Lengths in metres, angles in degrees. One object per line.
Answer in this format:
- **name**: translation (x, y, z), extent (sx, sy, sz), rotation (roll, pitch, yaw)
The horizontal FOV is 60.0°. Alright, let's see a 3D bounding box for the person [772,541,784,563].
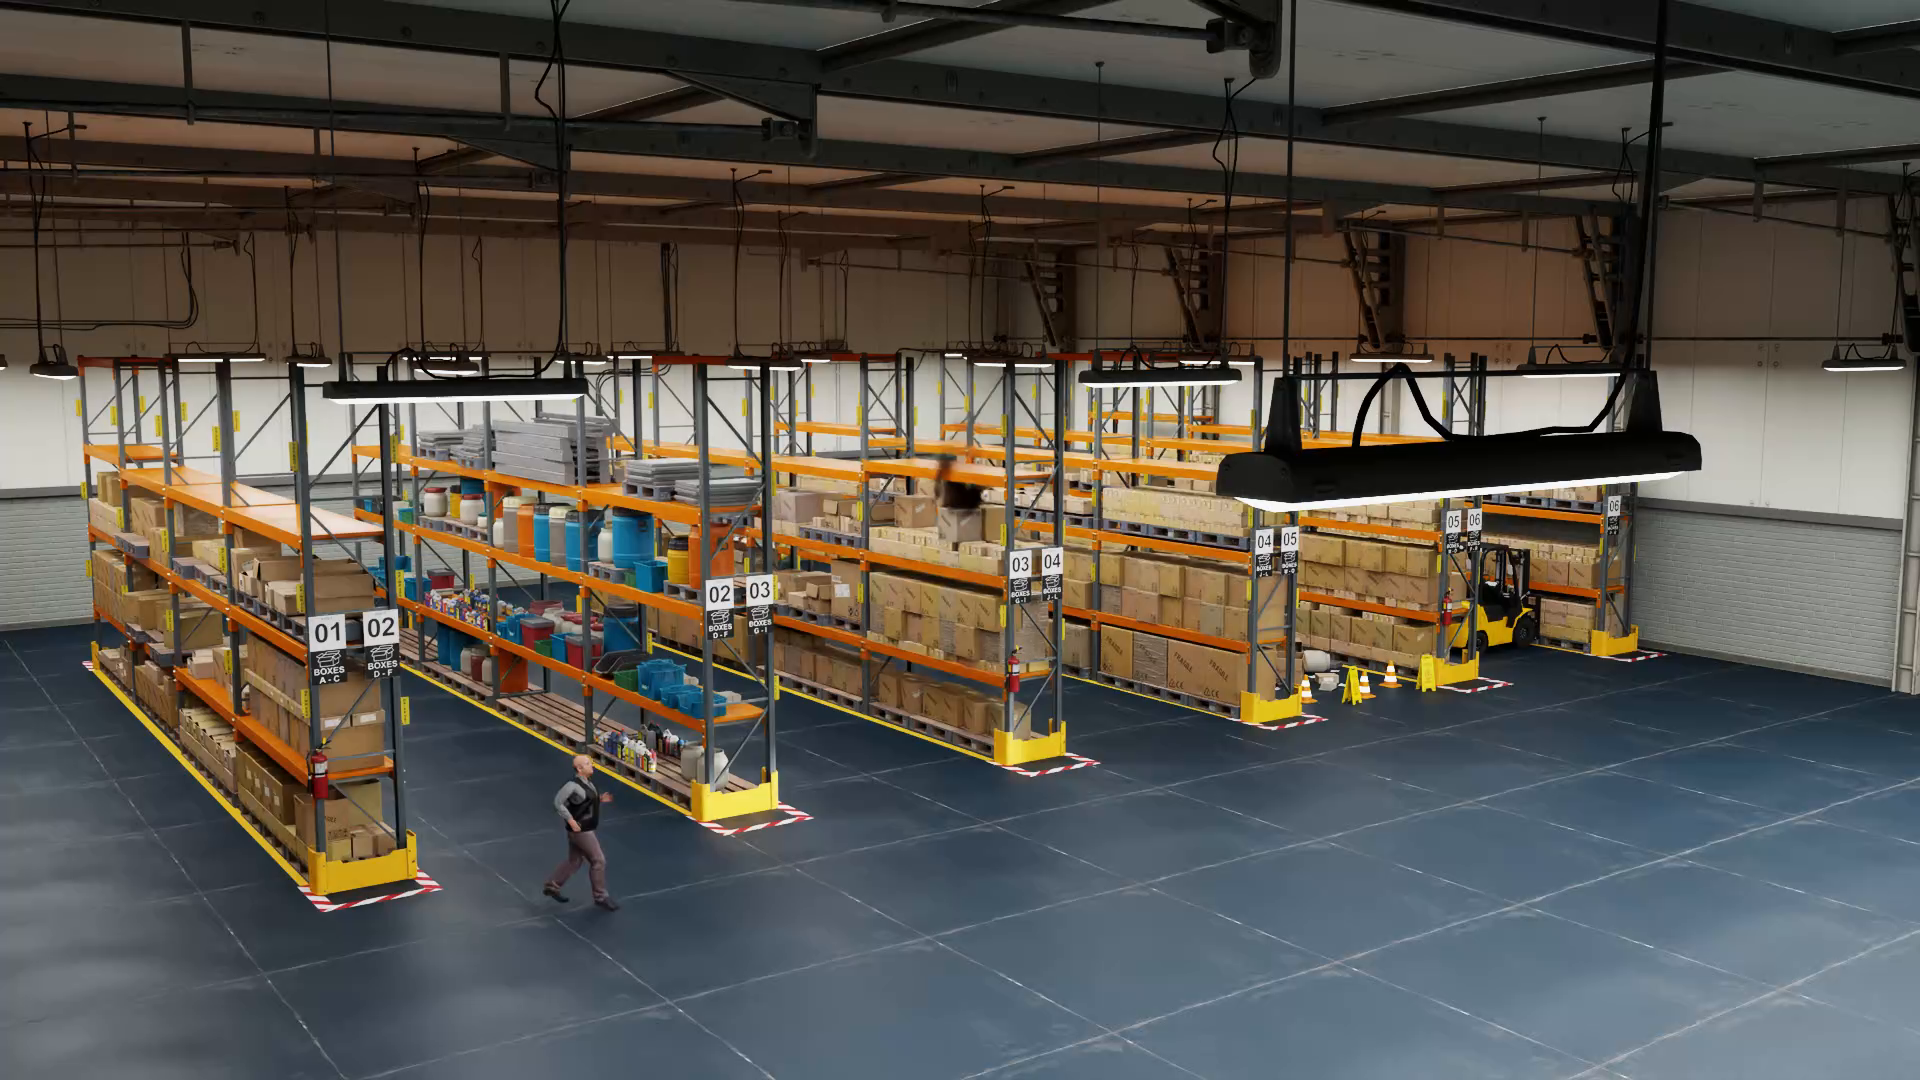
- **person**: translation (-4.554, 0.421, 41.940), extent (0.803, 1.714, 0.759), rotation (-1, 7, -9)

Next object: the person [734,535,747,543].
- **person**: translation (-5.396, 0.595, 40.440), extent (0.695, 1.639, 0.686), rotation (2, 7, 16)

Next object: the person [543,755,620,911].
- **person**: translation (-4.222, 3.247, 18.485), extent (0.858, 1.762, 0.636), rotation (-1, 7, -5)
